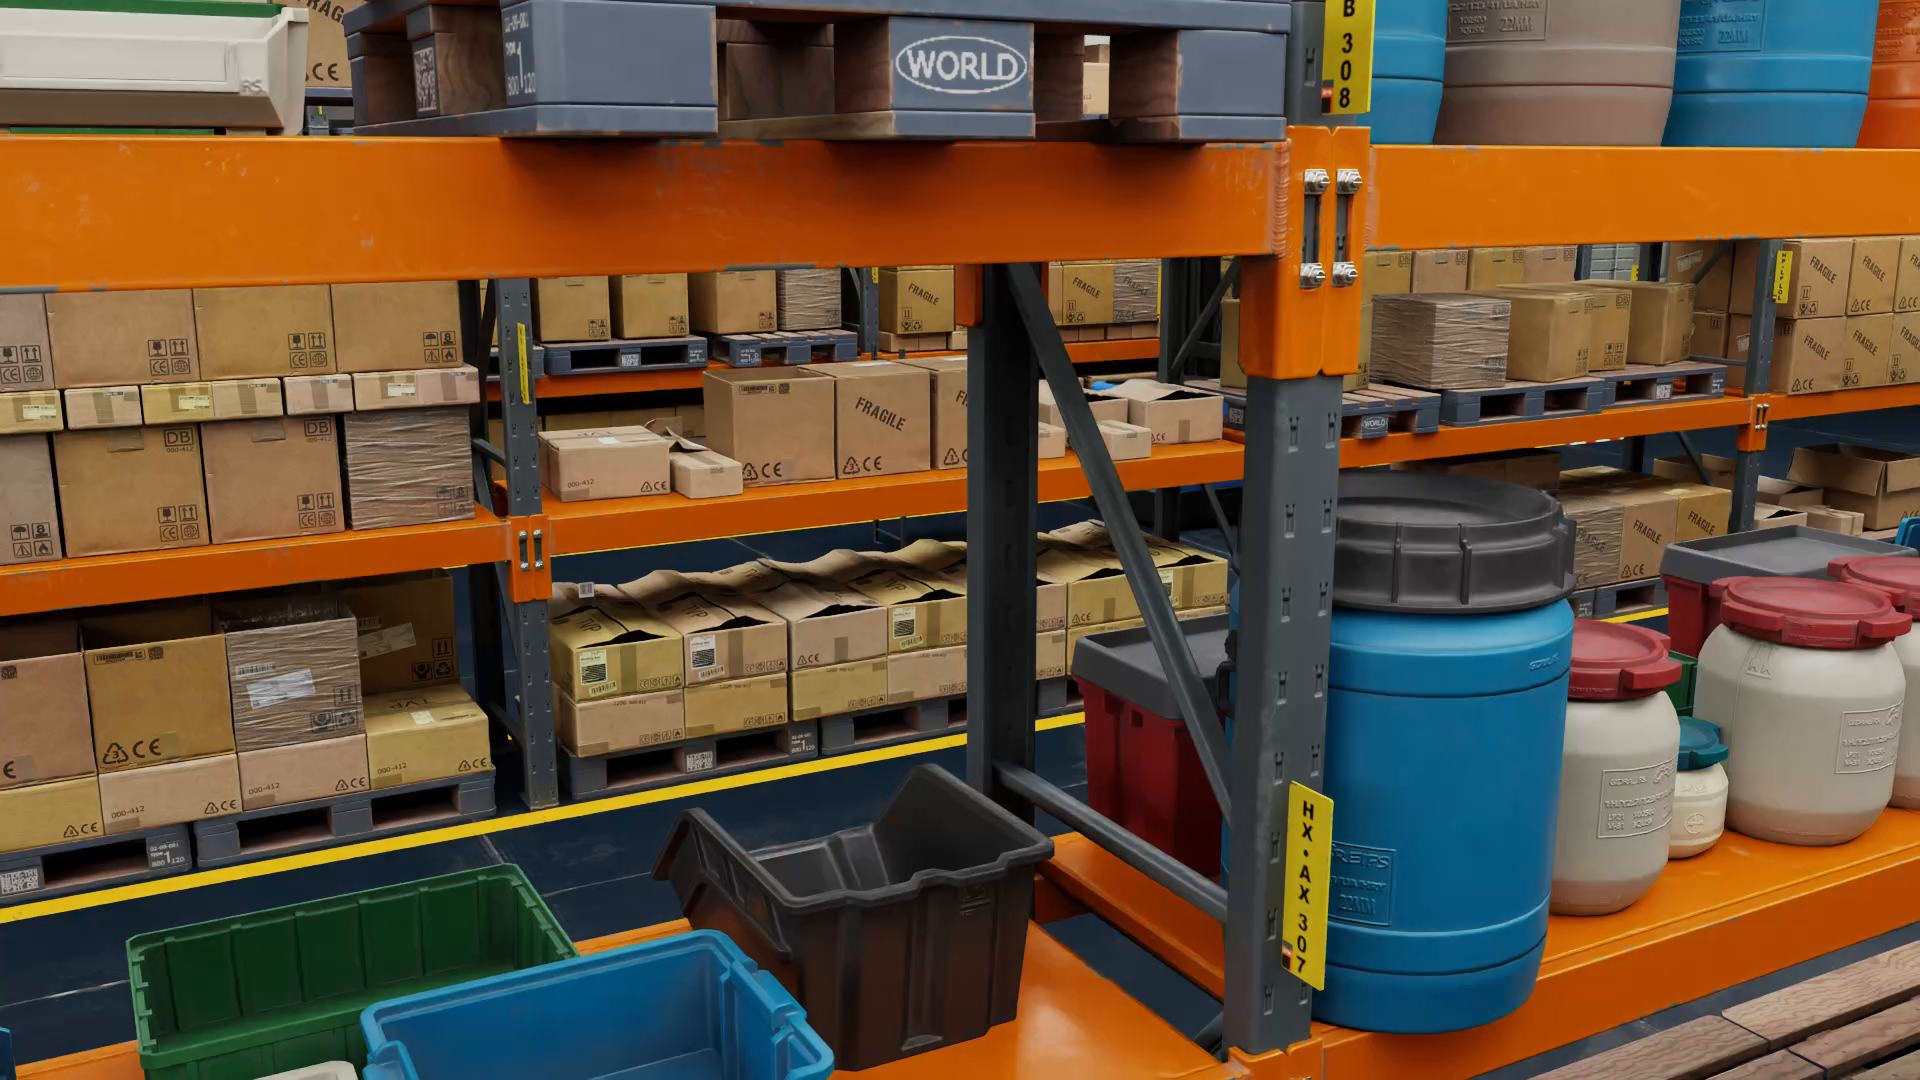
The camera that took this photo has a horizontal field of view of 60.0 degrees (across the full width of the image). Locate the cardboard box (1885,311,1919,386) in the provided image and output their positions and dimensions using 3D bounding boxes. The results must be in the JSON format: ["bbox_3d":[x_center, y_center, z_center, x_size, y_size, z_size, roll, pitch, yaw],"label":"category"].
[{"bbox_3d":[6.422,-1.369,11.633,0.500,0.500,0.500,-7,14,-28],"label":"cardboard box"}]

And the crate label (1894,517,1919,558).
[{"bbox_3d":[2.813,0.198,4.815,0.616,0.435,0.502,-7,14,-28],"label":"crate label"}]

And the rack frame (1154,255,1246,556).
[{"bbox_3d":[1.445,-0.792,9.295,0.127,3.000,1.000,-7,14,-28],"label":"rack frame"}]

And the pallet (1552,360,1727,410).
[{"bbox_3d":[4.202,-1.056,10.906,1.213,0.211,1.003,-7,14,-28],"label":"pallet"}]

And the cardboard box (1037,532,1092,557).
[{"bbox_3d":[0.387,0.127,9.243,0.500,0.311,0.500,-7,15,-29],"label":"cardboard box"}]

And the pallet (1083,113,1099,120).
[{"bbox_3d":[-0.088,-1.956,8.068,1.213,0.211,1.003,-6,14,-25],"label":"pallet"}]

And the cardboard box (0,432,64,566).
[{"bbox_3d":[-3.804,-0.209,6.478,0.500,0.500,0.700,-6,14,-26],"label":"cardboard box"}]

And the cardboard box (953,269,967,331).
[{"bbox_3d":[0.081,-2.005,13.734,0.500,0.500,0.500,-6,14,-26],"label":"cardboard box"}]

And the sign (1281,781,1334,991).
[{"bbox_3d":[0.558,0.556,2.675,0.005,0.325,0.100,-7,14,-28],"label":"sign"}]

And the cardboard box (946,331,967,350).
[{"bbox_3d":[-0.033,-1.660,13.678,0.250,0.149,0.380,-6,14,-26],"label":"cardboard box"}]

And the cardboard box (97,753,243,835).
[{"bbox_3d":[-3.244,0.963,6.806,0.500,0.250,0.500,-7,14,-28],"label":"cardboard box"}]

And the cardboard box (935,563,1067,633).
[{"bbox_3d":[0.206,0.282,8.552,0.500,0.311,0.500,-7,14,-28],"label":"cardboard box"}]

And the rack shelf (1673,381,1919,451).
[{"bbox_3d":[6.711,-1.072,12.179,4.000,0.370,1.077,-7,14,-28],"label":"rack shelf"}]

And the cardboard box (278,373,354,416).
[{"bbox_3d":[-2.649,-0.613,6.794,0.250,0.149,0.380,-7,15,-30],"label":"cardboard box"}]

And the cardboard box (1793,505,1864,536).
[{"bbox_3d":[6.182,-0.140,11.852,0.250,0.166,0.380,-7,14,-28],"label":"cardboard box"}]

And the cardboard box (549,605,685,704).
[{"bbox_3d":[-1.584,0.497,7.600,0.500,0.311,0.500,-7,14,-28],"label":"cardboard box"}]

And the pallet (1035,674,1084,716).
[{"bbox_3d":[0.703,0.648,9.250,1.213,0.211,1.003,-7,14,-28],"label":"pallet"}]

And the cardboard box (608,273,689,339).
[{"bbox_3d":[-2.423,-1.823,12.646,0.500,0.500,0.700,-7,14,-28],"label":"cardboard box"}]

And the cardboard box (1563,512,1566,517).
[{"bbox_3d":[3.336,0.056,10.218,0.500,0.500,0.500,-7,15,-30],"label":"cardboard box"}]

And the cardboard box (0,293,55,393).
[{"bbox_3d":[-3.774,-0.846,6.355,0.500,0.500,0.700,-7,14,-28],"label":"cardboard box"}]

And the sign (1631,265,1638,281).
[{"bbox_3d":[4.689,-1.739,11.531,0.005,0.325,0.100,-7,14,-28],"label":"sign"}]

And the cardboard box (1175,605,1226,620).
[{"bbox_3d":[1.100,0.447,9.096,0.500,0.250,0.500,-6,14,-27],"label":"cardboard box"}]

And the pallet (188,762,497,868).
[{"bbox_3d":[-2.784,1.065,7.396,1.213,0.211,1.003,-7,14,-28],"label":"pallet"}]

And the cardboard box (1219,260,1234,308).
[{"bbox_3d":[2.294,-2.273,14.928,0.500,0.500,0.500,-7,15,-29],"label":"cardboard box"}]

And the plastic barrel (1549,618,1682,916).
[{"bbox_3d":[1.249,0.459,3.427,0.433,0.535,0.433,0,13,0],"label":"plastic barrel"}]

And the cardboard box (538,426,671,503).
[{"bbox_3d":[-1.655,-0.358,7.709,0.500,0.250,0.500,-6,14,-24],"label":"cardboard box"}]

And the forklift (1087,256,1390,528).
[{"bbox_3d":[2.573,-1.738,13.654,3.031,2.935,1.130,-7,15,-29],"label":"forklift"}]

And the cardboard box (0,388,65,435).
[{"bbox_3d":[-3.549,-0.504,6.314,0.250,0.149,0.380,-6,14,-26],"label":"cardboard box"}]

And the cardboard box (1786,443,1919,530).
[{"bbox_3d":[6.602,-0.408,12.273,0.637,0.503,0.797,-7,14,-28],"label":"cardboard box"}]

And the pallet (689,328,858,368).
[{"bbox_3d":[-1.507,-1.557,13.132,1.003,0.211,1.213,-7,14,-28],"label":"pallet"}]

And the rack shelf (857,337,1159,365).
[{"bbox_3d":[0.823,-1.605,14.549,4.000,0.370,1.077,-7,14,-28],"label":"rack shelf"}]

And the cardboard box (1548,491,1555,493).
[{"bbox_3d":[3.509,-0.094,10.888,0.500,0.500,0.500,-7,14,-27],"label":"cardboard box"}]

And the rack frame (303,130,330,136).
[{"bbox_3d":[-4.443,-1.325,11.666,0.127,3.000,1.000,-7,14,-28],"label":"rack frame"}]

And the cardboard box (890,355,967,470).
[{"bbox_3d":[-0.020,-0.661,8.486,0.500,0.500,0.500,-8,15,-31],"label":"cardboard box"}]

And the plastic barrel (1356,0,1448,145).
[{"bbox_3d":[0.646,-1.219,3.221,0.708,0.901,0.600,-7,14,-28],"label":"plastic barrel"}]

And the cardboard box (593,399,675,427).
[{"bbox_3d":[-2.518,-0.918,12.841,0.500,0.250,0.500,-7,14,-28],"label":"cardboard box"}]

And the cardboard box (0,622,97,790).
[{"bbox_3d":[-3.682,0.650,6.488,0.500,0.500,0.500,-7,14,-28],"label":"cardboard box"}]

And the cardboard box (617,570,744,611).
[{"bbox_3d":[-1.394,0.338,8.303,0.500,0.311,0.500,-6,14,-26],"label":"cardboard box"}]

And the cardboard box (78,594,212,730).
[{"bbox_3d":[-3.501,0.493,7.183,0.500,0.500,0.500,-7,14,-28],"label":"cardboard box"}]

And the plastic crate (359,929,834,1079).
[{"bbox_3d":[-0.537,0.825,2.448,0.616,0.251,0.499,-7,14,-28],"label":"plastic crate"}]

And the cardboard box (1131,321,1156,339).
[{"bbox_3d":[1.509,-1.862,14.578,0.250,0.149,0.380,-7,14,-28],"label":"cardboard box"}]

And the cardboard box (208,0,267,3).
[{"bbox_3d":[-4.753,-3.230,10.747,0.500,0.500,0.500,-8,15,-33],"label":"cardboard box"}]

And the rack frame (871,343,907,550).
[{"bbox_3d":[-0.521,-0.669,12.167,0.032,1.500,0.500,-7,14,-28],"label":"rack frame"}]

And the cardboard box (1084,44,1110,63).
[{"bbox_3d":[1.266,-4.131,14.364,0.500,0.250,0.500,-7,15,-30],"label":"cardboard box"}]

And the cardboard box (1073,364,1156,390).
[{"bbox_3d":[1.292,-1.135,14.762,0.750,0.750,0.750,-6,14,-26],"label":"cardboard box"}]

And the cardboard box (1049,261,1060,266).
[{"bbox_3d":[0.498,-2.424,13.888,0.500,0.250,0.500,-7,14,-27],"label":"cardboard box"}]

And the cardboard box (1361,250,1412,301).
[{"bbox_3d":[3.706,-2.443,15.948,0.700,0.700,0.980,-7,15,-29],"label":"cardboard box"}]

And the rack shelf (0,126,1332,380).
[{"bbox_3d":[-1.452,-0.318,1.997,4.000,0.370,1.077,-7,14,-28],"label":"rack shelf"}]

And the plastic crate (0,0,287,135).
[{"bbox_3d":[-1.211,-0.662,2.372,0.450,0.188,0.336,-7,14,-28],"label":"plastic crate"}]

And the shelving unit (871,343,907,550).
[{"bbox_3d":[-0.075,-0.723,12.405,1.048,1.500,0.538,-7,14,-28],"label":"shelving unit"}]

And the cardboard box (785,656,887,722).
[{"bbox_3d":[-0.691,0.662,8.140,0.500,0.250,0.500,-7,15,-30],"label":"cardboard box"}]

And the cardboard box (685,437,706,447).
[{"bbox_3d":[-2.047,-0.624,13.239,0.500,0.500,0.700,-7,14,-28],"label":"cardboard box"}]

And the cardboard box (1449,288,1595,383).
[{"bbox_3d":[3.435,-1.268,10.229,0.500,0.500,0.700,-12,17,-42],"label":"cardboard box"}]

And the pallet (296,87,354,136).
[{"bbox_3d":[-2.802,-1.696,6.685,1.213,0.211,1.003,-7,14,-28],"label":"pallet"}]
